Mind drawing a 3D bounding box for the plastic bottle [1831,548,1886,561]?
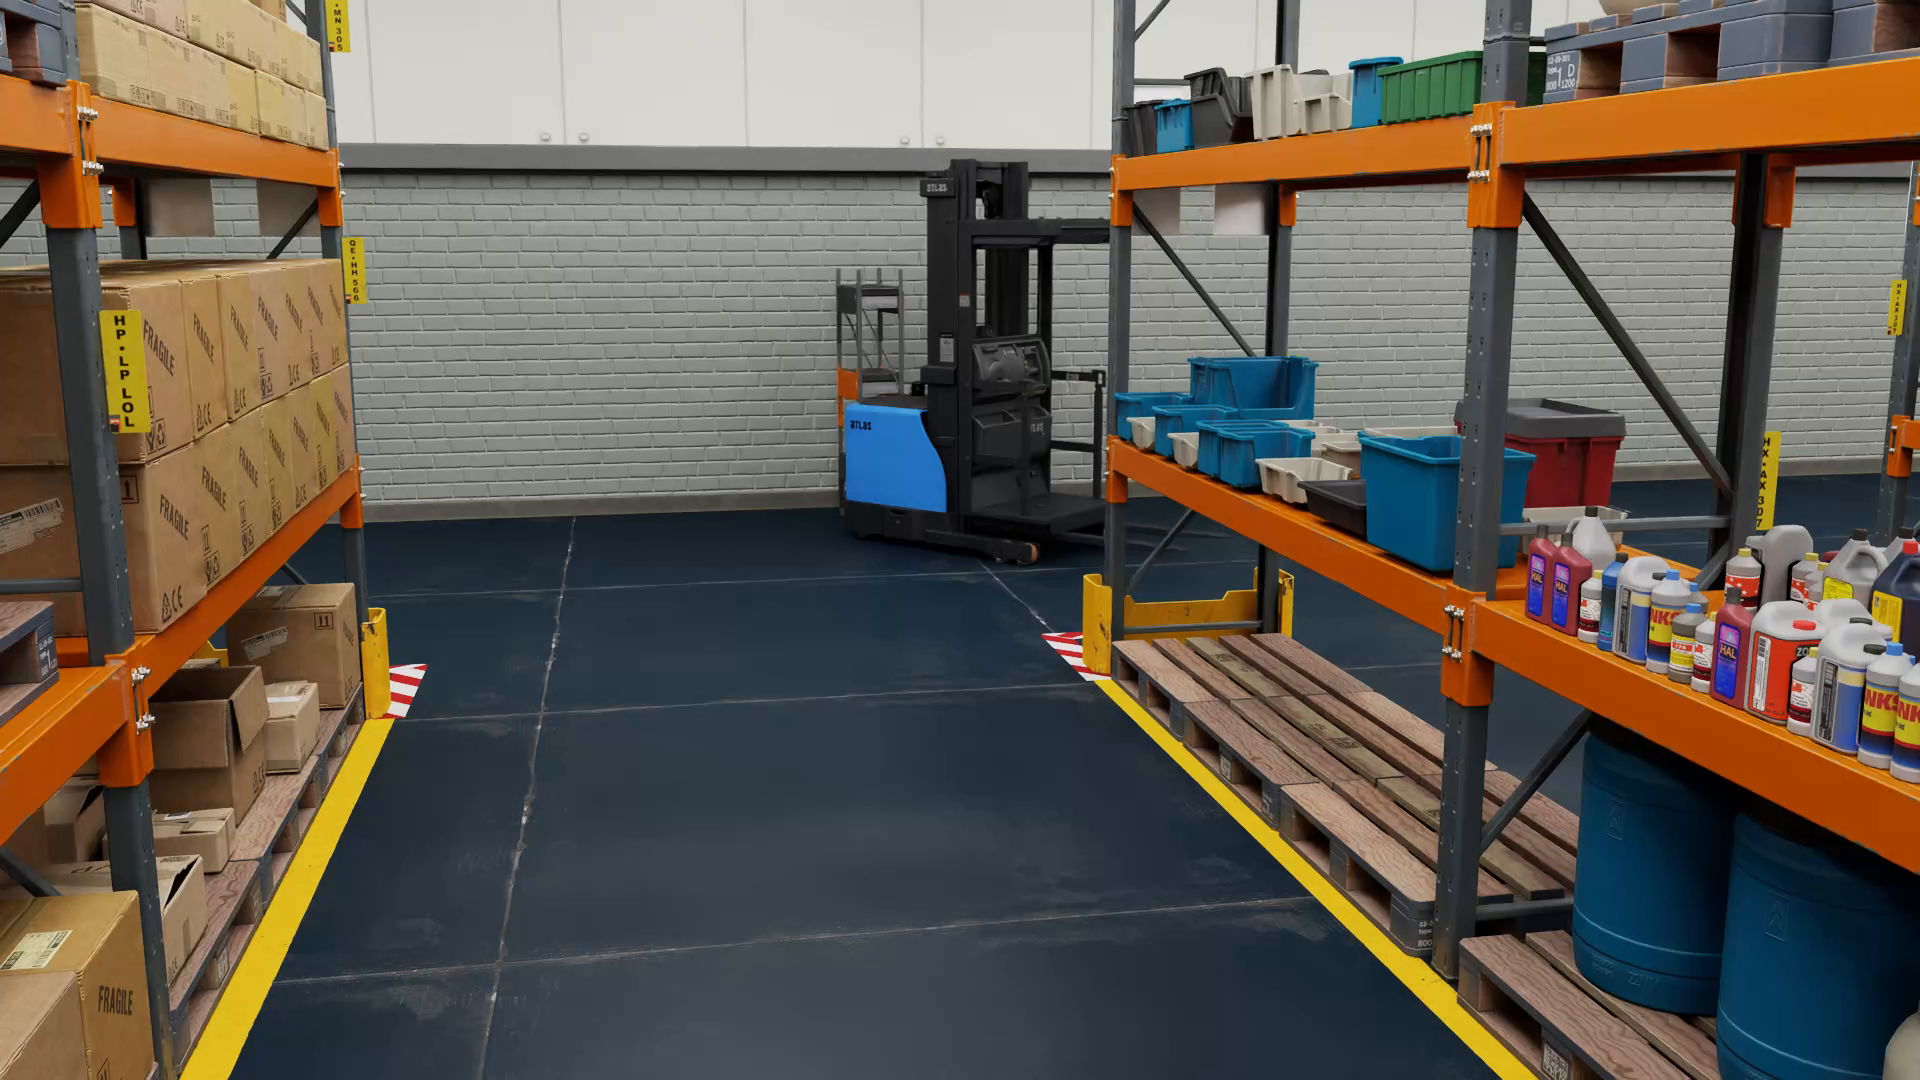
[{"bbox_3d":[2.557,0.151,4.714,0.152,0.276,0.135,-2,11,-11],"label":"plastic bottle"}]

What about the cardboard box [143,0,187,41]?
[{"bbox_3d":[-2.718,-1.694,5.114,0.500,0.250,0.500,-2,11,-11],"label":"cardboard box"}]

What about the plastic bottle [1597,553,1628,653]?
[{"bbox_3d":[1.830,0.171,4.620,0.097,0.271,0.097,0,11,0],"label":"plastic bottle"}]

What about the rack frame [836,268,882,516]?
[{"bbox_3d":[-0.849,-1.249,14.146,0.400,2.100,0.015,-5,12,-23],"label":"rack frame"}]

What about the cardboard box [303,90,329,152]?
[{"bbox_3d":[-3.187,-1.907,7.573,0.500,0.250,0.500,-2,11,-11],"label":"cardboard box"}]

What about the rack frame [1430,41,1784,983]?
[{"bbox_3d":[2.092,-0.038,5.373,1.000,3.000,0.127,-2,11,-11],"label":"rack frame"}]

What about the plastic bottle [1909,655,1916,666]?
[{"bbox_3d":[2.152,0.363,3.799,0.097,0.201,0.097,0,11,0],"label":"plastic bottle"}]

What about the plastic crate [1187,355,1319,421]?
[{"bbox_3d":[1.562,-0.764,8.931,0.616,0.435,0.499,-2,11,-11],"label":"plastic crate"}]

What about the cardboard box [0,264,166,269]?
[{"bbox_3d":[-3.516,-0.854,6.718,0.500,0.500,0.500,-2,11,-10],"label":"cardboard box"}]

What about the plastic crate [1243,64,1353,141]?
[{"bbox_3d":[1.442,-1.769,6.763,0.437,0.282,0.530,-2,11,-11],"label":"plastic crate"}]

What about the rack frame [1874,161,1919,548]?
[{"bbox_3d":[6.172,-0.952,10.174,1.000,3.000,0.127,-2,11,-11],"label":"rack frame"}]

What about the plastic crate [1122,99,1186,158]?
[{"bbox_3d":[1.115,-2.100,8.535,0.497,0.269,0.590,-2,11,-11],"label":"plastic crate"}]

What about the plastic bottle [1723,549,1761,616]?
[{"bbox_3d":[2.367,0.128,5.032,0.097,0.201,0.097,0,11,0],"label":"plastic bottle"}]

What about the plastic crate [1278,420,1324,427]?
[{"bbox_3d":[1.650,-0.528,8.495,0.396,0.136,0.243,-2,11,-11],"label":"plastic crate"}]

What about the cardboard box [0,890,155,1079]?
[{"bbox_3d":[-2.391,1.234,4.202,0.500,0.500,0.500,-2,11,-11],"label":"cardboard box"}]

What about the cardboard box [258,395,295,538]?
[{"bbox_3d":[-2.898,-0.290,6.429,0.500,0.500,0.500,-2,11,-12],"label":"cardboard box"}]

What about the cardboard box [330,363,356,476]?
[{"bbox_3d":[-3.192,-0.569,7.896,0.500,0.500,0.500,-2,11,-9],"label":"cardboard box"}]

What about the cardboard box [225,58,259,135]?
[{"bbox_3d":[-2.909,-1.632,6.125,0.500,0.250,0.500,-2,11,-11],"label":"cardboard box"}]

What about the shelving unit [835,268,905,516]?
[{"bbox_3d":[-0.750,-1.208,13.926,0.431,2.100,0.503,-5,12,-23],"label":"shelving unit"}]

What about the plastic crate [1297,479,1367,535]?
[{"bbox_3d":[1.611,-0.128,6.420,0.437,0.125,0.590,-2,11,-11],"label":"plastic crate"}]

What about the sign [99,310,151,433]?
[{"bbox_3d":[-2.224,-0.448,4.431,0.100,0.325,0.005,-2,11,-11],"label":"sign"}]

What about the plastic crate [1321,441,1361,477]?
[{"bbox_3d":[1.846,-0.371,7.668,0.298,0.136,0.250,-2,11,-11],"label":"plastic crate"}]

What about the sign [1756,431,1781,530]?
[{"bbox_3d":[2.632,-0.193,5.450,0.100,0.325,0.005,-2,11,-11],"label":"sign"}]

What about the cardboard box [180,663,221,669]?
[{"bbox_3d":[-3.621,0.744,7.440,0.500,0.250,0.500,-2,11,-11],"label":"cardboard box"}]

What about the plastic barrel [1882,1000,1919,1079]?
[{"bbox_3d":[2.341,1.315,3.795,0.421,0.512,0.421,0,11,0],"label":"plastic barrel"}]

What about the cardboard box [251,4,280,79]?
[{"bbox_3d":[-3.005,-1.969,6.561,0.500,0.250,0.500,-2,11,-11],"label":"cardboard box"}]

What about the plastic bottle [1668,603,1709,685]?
[{"bbox_3d":[1.894,0.266,4.309,0.097,0.201,0.097,0,11,0],"label":"plastic bottle"}]

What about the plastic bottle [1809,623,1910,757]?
[{"bbox_3d":[2.033,0.334,3.750,0.152,0.276,0.135,-2,11,-11],"label":"plastic bottle"}]

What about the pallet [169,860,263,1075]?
[{"bbox_3d":[-2.900,1.386,5.353,1.003,0.211,1.213,-2,11,-11],"label":"pallet"}]

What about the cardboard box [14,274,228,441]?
[{"bbox_3d":[-2.684,-0.590,5.332,0.500,0.500,0.500,-2,11,-13],"label":"cardboard box"}]

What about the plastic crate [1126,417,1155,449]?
[{"bbox_3d":[1.020,-0.552,8.621,0.250,0.136,0.298,-2,11,-11],"label":"plastic crate"}]

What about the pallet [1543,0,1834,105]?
[{"bbox_3d":[2.340,-1.278,4.373,1.213,0.211,1.003,-2,11,-11],"label":"pallet"}]

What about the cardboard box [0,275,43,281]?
[{"bbox_3d":[-3.222,-0.576,5.258,0.500,0.500,0.500,-2,11,-12],"label":"cardboard box"}]

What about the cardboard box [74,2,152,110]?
[{"bbox_3d":[-2.619,-1.356,4.679,0.500,0.250,0.500,-2,11,-11],"label":"cardboard box"}]

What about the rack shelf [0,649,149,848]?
[{"bbox_3d":[-2.379,0.862,2.570,1.077,0.370,4.000,-2,11,-11],"label":"rack shelf"}]

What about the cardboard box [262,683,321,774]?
[{"bbox_3d":[-3.043,0.809,7.102,0.500,0.250,0.500,-2,11,-11],"label":"cardboard box"}]

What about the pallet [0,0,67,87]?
[{"bbox_3d":[-2.710,-1.117,3.525,1.213,0.211,1.003,-2,11,-11],"label":"pallet"}]

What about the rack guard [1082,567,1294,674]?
[{"bbox_3d":[1.296,0.453,9.482,1.175,0.500,0.348,-2,11,-11],"label":"rack guard"}]

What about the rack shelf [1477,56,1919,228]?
[{"bbox_3d":[2.481,-0.791,3.232,1.077,0.370,4.000,-2,11,-11],"label":"rack shelf"}]

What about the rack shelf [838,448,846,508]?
[{"bbox_3d":[-0.750,-0.507,14.060,0.431,0.518,0.480,-5,12,-23],"label":"rack shelf"}]

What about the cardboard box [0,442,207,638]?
[{"bbox_3d":[-2.600,-0.011,4.964,0.500,0.500,0.500,-2,11,-10],"label":"cardboard box"}]

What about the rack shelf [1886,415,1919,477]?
[{"bbox_3d":[6.561,-0.231,8.314,1.077,0.370,4.000,-2,11,-11],"label":"rack shelf"}]

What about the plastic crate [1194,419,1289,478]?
[{"bbox_3d":[1.295,-0.420,7.668,0.416,0.233,0.300,-2,11,-11],"label":"plastic crate"}]

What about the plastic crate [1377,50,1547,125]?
[{"bbox_3d":[1.713,-1.474,5.463,0.450,0.188,0.662,-2,11,-11],"label":"plastic crate"}]

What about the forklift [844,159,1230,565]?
[{"bbox_3d":[0.561,-1.366,12.532,3.031,2.935,1.130,8,13,36],"label":"forklift"}]

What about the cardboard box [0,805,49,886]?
[{"bbox_3d":[-3.157,1.059,5.117,0.500,0.500,0.500,-2,11,-11],"label":"cardboard box"}]

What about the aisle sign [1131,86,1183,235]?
[{"bbox_3d":[1.009,-2.051,8.997,0.394,0.787,0.004,-2,11,-11],"label":"aisle sign"}]

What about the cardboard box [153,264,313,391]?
[{"bbox_3d":[-2.985,-0.873,6.820,0.500,0.500,0.500,-2,11,-9],"label":"cardboard box"}]

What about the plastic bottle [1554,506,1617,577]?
[{"bbox_3d":[1.850,0.070,4.937,0.144,0.351,0.185,-2,11,-11],"label":"plastic bottle"}]

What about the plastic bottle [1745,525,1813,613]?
[{"bbox_3d":[2.486,0.084,5.066,0.152,0.276,0.135,-2,11,-11],"label":"plastic bottle"}]

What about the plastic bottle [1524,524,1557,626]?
[{"bbox_3d":[1.745,0.102,4.949,0.061,0.283,0.133,-2,11,-11],"label":"plastic bottle"}]

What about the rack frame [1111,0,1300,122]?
[{"bbox_3d":[1.314,-3.719,8.666,1.000,3.000,0.127,-2,11,-11],"label":"rack frame"}]

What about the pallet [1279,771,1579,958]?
[{"bbox_3d":[1.911,1.199,6.335,1.003,0.211,1.213,-2,11,-11],"label":"pallet"}]
